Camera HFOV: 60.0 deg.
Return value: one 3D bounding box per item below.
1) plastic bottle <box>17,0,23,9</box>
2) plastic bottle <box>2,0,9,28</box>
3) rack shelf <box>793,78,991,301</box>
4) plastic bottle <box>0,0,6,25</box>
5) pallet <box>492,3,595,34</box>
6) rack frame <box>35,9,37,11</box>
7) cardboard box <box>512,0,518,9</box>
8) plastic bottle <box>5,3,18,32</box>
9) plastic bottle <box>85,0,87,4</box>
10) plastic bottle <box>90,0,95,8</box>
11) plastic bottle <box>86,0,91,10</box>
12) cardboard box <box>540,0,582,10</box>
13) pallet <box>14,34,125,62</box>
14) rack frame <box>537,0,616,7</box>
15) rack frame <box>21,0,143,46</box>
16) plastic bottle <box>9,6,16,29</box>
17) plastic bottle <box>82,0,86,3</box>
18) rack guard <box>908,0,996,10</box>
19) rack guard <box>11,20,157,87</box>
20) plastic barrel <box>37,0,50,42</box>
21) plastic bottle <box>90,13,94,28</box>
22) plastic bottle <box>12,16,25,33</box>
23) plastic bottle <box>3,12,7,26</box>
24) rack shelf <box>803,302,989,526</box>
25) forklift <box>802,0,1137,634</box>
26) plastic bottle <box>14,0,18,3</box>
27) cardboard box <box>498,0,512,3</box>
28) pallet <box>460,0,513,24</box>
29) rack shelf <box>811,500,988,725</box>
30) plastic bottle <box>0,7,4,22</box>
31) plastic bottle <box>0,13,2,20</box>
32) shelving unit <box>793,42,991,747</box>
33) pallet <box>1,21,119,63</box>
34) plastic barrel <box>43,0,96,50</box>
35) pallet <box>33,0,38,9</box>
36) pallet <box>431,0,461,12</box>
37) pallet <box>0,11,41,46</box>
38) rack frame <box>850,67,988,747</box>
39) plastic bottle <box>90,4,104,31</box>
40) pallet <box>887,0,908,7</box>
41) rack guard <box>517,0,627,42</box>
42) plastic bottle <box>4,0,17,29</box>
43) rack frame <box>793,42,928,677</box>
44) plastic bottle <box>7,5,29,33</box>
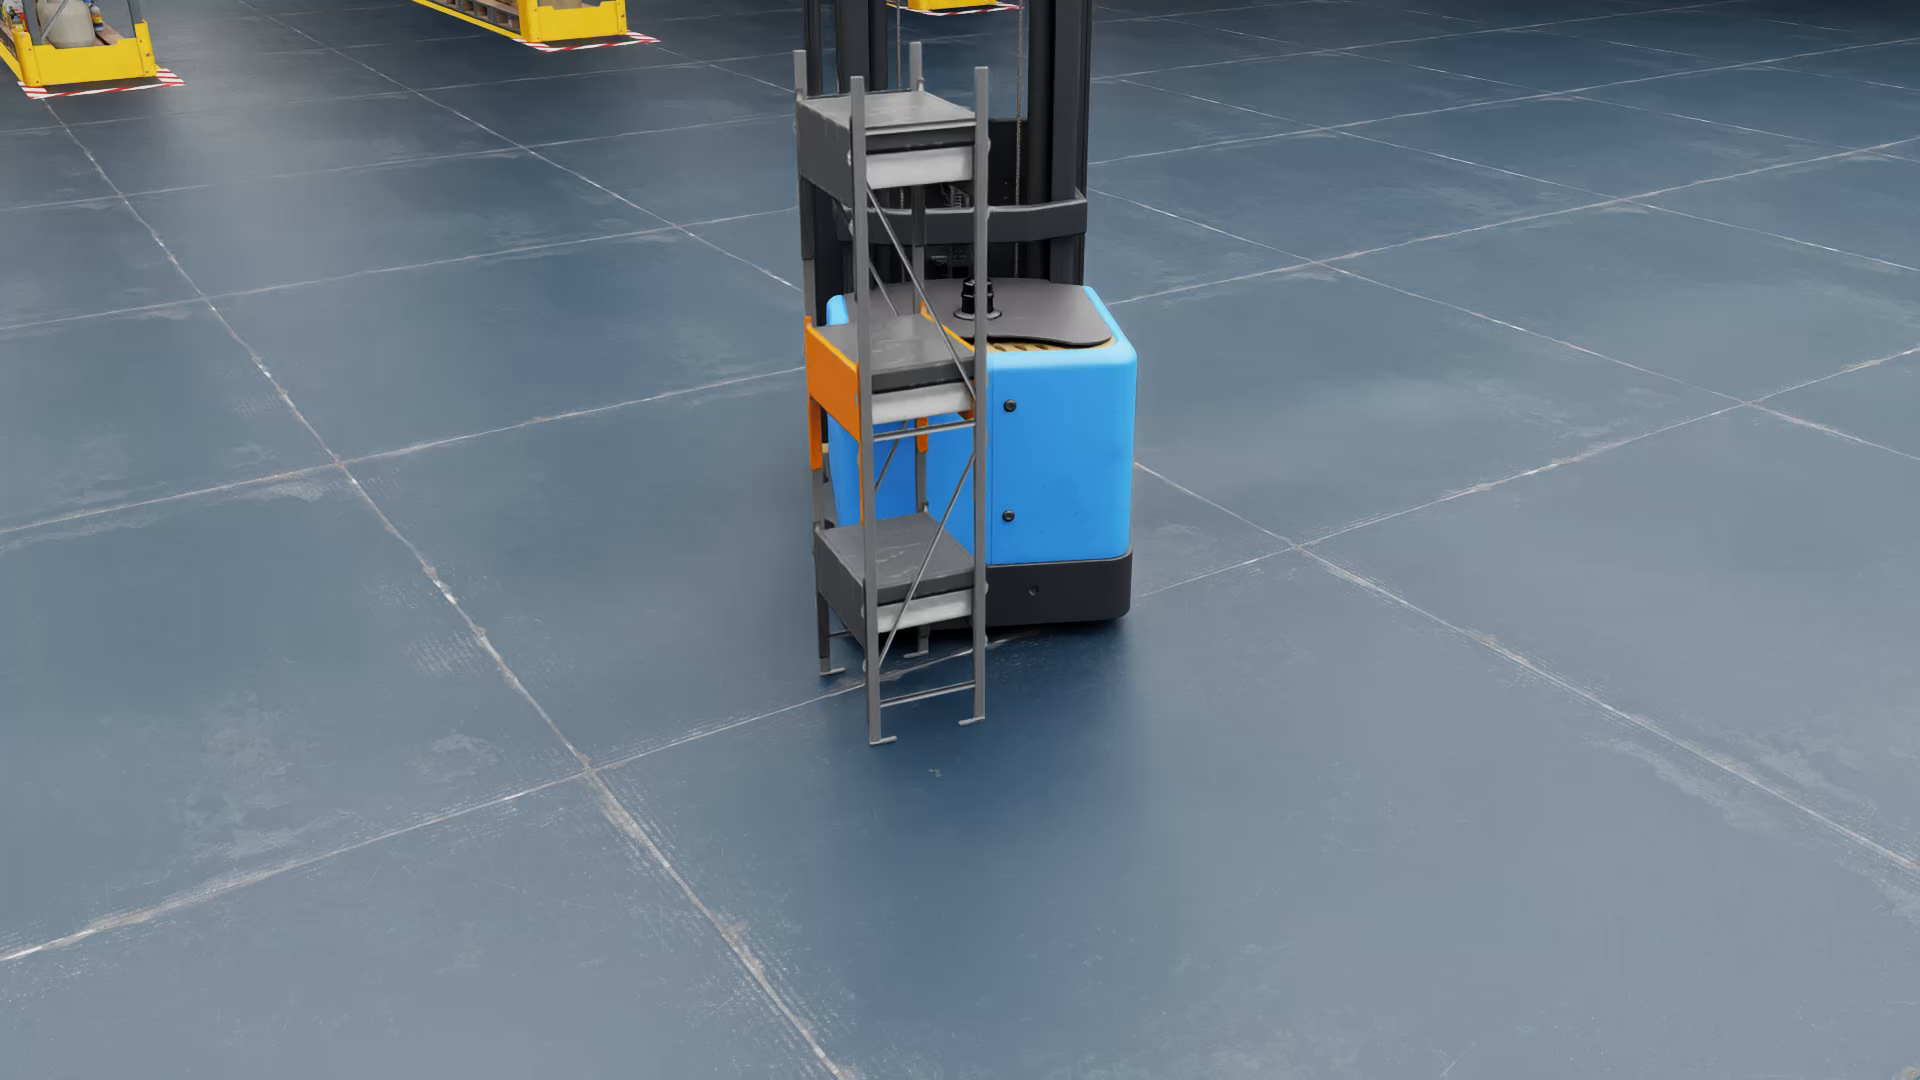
[{"bbox_3d":[-10.117,-5.719,18.026,0.152,0.276,0.135,-16,29,-30],"label":"plastic bottle"},{"bbox_3d":[-10.228,-5.709,17.918,0.144,0.351,0.185,-16,30,-30],"label":"plastic bottle"},{"bbox_3d":[-0.205,-1.039,4.883,0.431,0.518,0.480,-10,27,-21],"label":"rack shelf"},{"bbox_3d":[-10.404,-5.762,18.109,0.061,0.283,0.133,-14,29,-27],"label":"plastic bottle"},{"bbox_3d":[-4.778,-6.102,19.428,1.003,0.211,1.213,-16,29,-30],"label":"pallet"},{"bbox_3d":[-10.656,-7.313,18.728,1.000,3.000,0.127,-16,29,-30],"label":"rack frame"},{"bbox_3d":[-5.004,-6.529,19.504,0.500,0.500,0.500,-8,26,-16],"label":"cardboard box"},{"bbox_3d":[-10.032,-5.551,17.670,0.152,0.276,0.135,-16,30,-31],"label":"plastic bottle"},{"bbox_3d":[-9.442,-5.727,18.049,0.097,0.271,0.097,0,25,0],"label":"plastic bottle"},{"bbox_3d":[-9.309,-5.660,17.891,0.061,0.283,0.133,-15,29,-29],"label":"plastic bottle"},{"bbox_3d":[-9.388,-5.691,17.973,0.097,0.271,0.097,0,25,0],"label":"plastic bottle"},{"bbox_3d":[-4.649,-6.324,19.068,0.500,0.500,0.500,-10,27,-20],"label":"cardboard box"},{"bbox_3d":[-8.992,-4.930,16.945,1.003,0.211,1.213,-16,29,-30],"label":"pallet"},{"bbox_3d":[-4.322,-7.037,18.142,1.000,3.000,0.127,-16,29,-30],"label":"rack frame"},{"bbox_3d":[-8.472,-5.883,15.697,1.000,3.000,0.127,-16,29,-30],"label":"rack frame"},{"bbox_3d":[-9.921,-5.445,17.438,0.061,0.283,0.133,-15,29,-28],"label":"plastic bottle"},{"bbox_3d":[-9.553,-5.800,18.202,0.097,0.271,0.097,0,25,0],"label":"plastic bottle"},{"bbox_3d":[-0.098,-7.018,21.030,1.175,0.500,0.348,-16,29,-30],"label":"rack guard"},{"bbox_3d":[-8.553,-4.768,16.265,1.175,0.500,0.348,-16,29,-30],"label":"rack guard"},{"bbox_3d":[-9.169,-5.344,16.980,0.421,0.512,0.421,0,25,0],"label":"plastic barrel"},{"bbox_3d":[-9.257,-5.574,17.807,0.097,0.201,0.097,0,25,0],"label":"plastic bottle"},{"bbox_3d":[-9.842,-5.371,17.376,0.097,0.201,0.097,0,25,0],"label":"plastic bottle"},{"bbox_3d":[-10.325,-5.687,18.046,0.097,0.201,0.097,0,25,0],"label":"plastic bottle"},{"bbox_3d":[-0.204,-0.406,5.180,0.431,0.518,0.480,-10,27,-21],"label":"rack shelf"},{"bbox_3d":[-0.079,-1.592,6.688,1.130,2.935,3.031,-3,25,-7],"label":"forklift"},{"bbox_3d":[-10.382,-5.869,18.350,0.097,0.271,0.097,0,25,0],"label":"plastic bottle"},{"bbox_3d":[-5.330,-6.758,19.988,0.500,0.500,0.500,-13,28,-25],"label":"cardboard box"},{"bbox_3d":[-5.439,-6.538,20.352,1.003,0.211,1.213,-16,29,-30],"label":"pallet"},{"bbox_3d":[-0.203,0.228,5.477,0.431,0.518,0.480,-10,27,-21],"label":"rack shelf"},{"bbox_3d":[-10.460,-5.861,18.240,0.144,0.351,0.185,-17,30,-32],"label":"plastic bottle"},{"bbox_3d":[-10.563,-5.929,18.383,0.144,0.351,0.185,-15,29,-28],"label":"plastic bottle"},{"bbox_3d":[-0.204,-0.418,5.174,0.431,2.100,0.503,-10,27,-21],"label":"shelving unit"},{"bbox_3d":[-9.654,-5.366,17.869,1.003,0.211,1.213,-16,29,-30],"label":"pallet"},{"bbox_3d":[-8.895,-5.165,16.600,0.421,0.512,0.421,0,25,0],"label":"plastic barrel"},{"bbox_3d":[-11.117,-6.324,19.899,1.003,0.211,1.213,-16,29,-30],"label":"pallet"},{"bbox_3d":[-6.110,-6.975,21.277,1.003,0.211,1.213,-16,29,-30],"label":"pallet"},{"bbox_3d":[-10.324,-5.802,18.794,1.003,0.211,1.213,-16,29,-30],"label":"pallet"},{"bbox_3d":[-0.107,-0.323,4.971,0.400,2.100,0.015,-10,27,-21],"label":"rack frame"},{"bbox_3d":[-9.201,-5.569,17.713,0.097,0.271,0.097,0,25,0],"label":"plastic bottle"},{"bbox_3d":[-0.613,-7.163,21.677,1.003,0.211,1.213,-16,29,-30],"label":"pallet"},{"bbox_3d":[-4.364,-5.934,18.734,1.175,0.500,0.348,-16,29,-30],"label":"rack guard"},{"bbox_3d":[-10.126,-5.643,17.777,0.144,0.351,0.185,-14,29,-27],"label":"plastic bottle"},{"bbox_3d":[-0.300,-0.513,5.377,0.400,2.100,0.015,-10,27,-21],"label":"rack frame"},{"bbox_3d":[-9.957,-5.501,17.564,0.152,0.276,0.135,-15,29,-29],"label":"plastic bottle"}]
